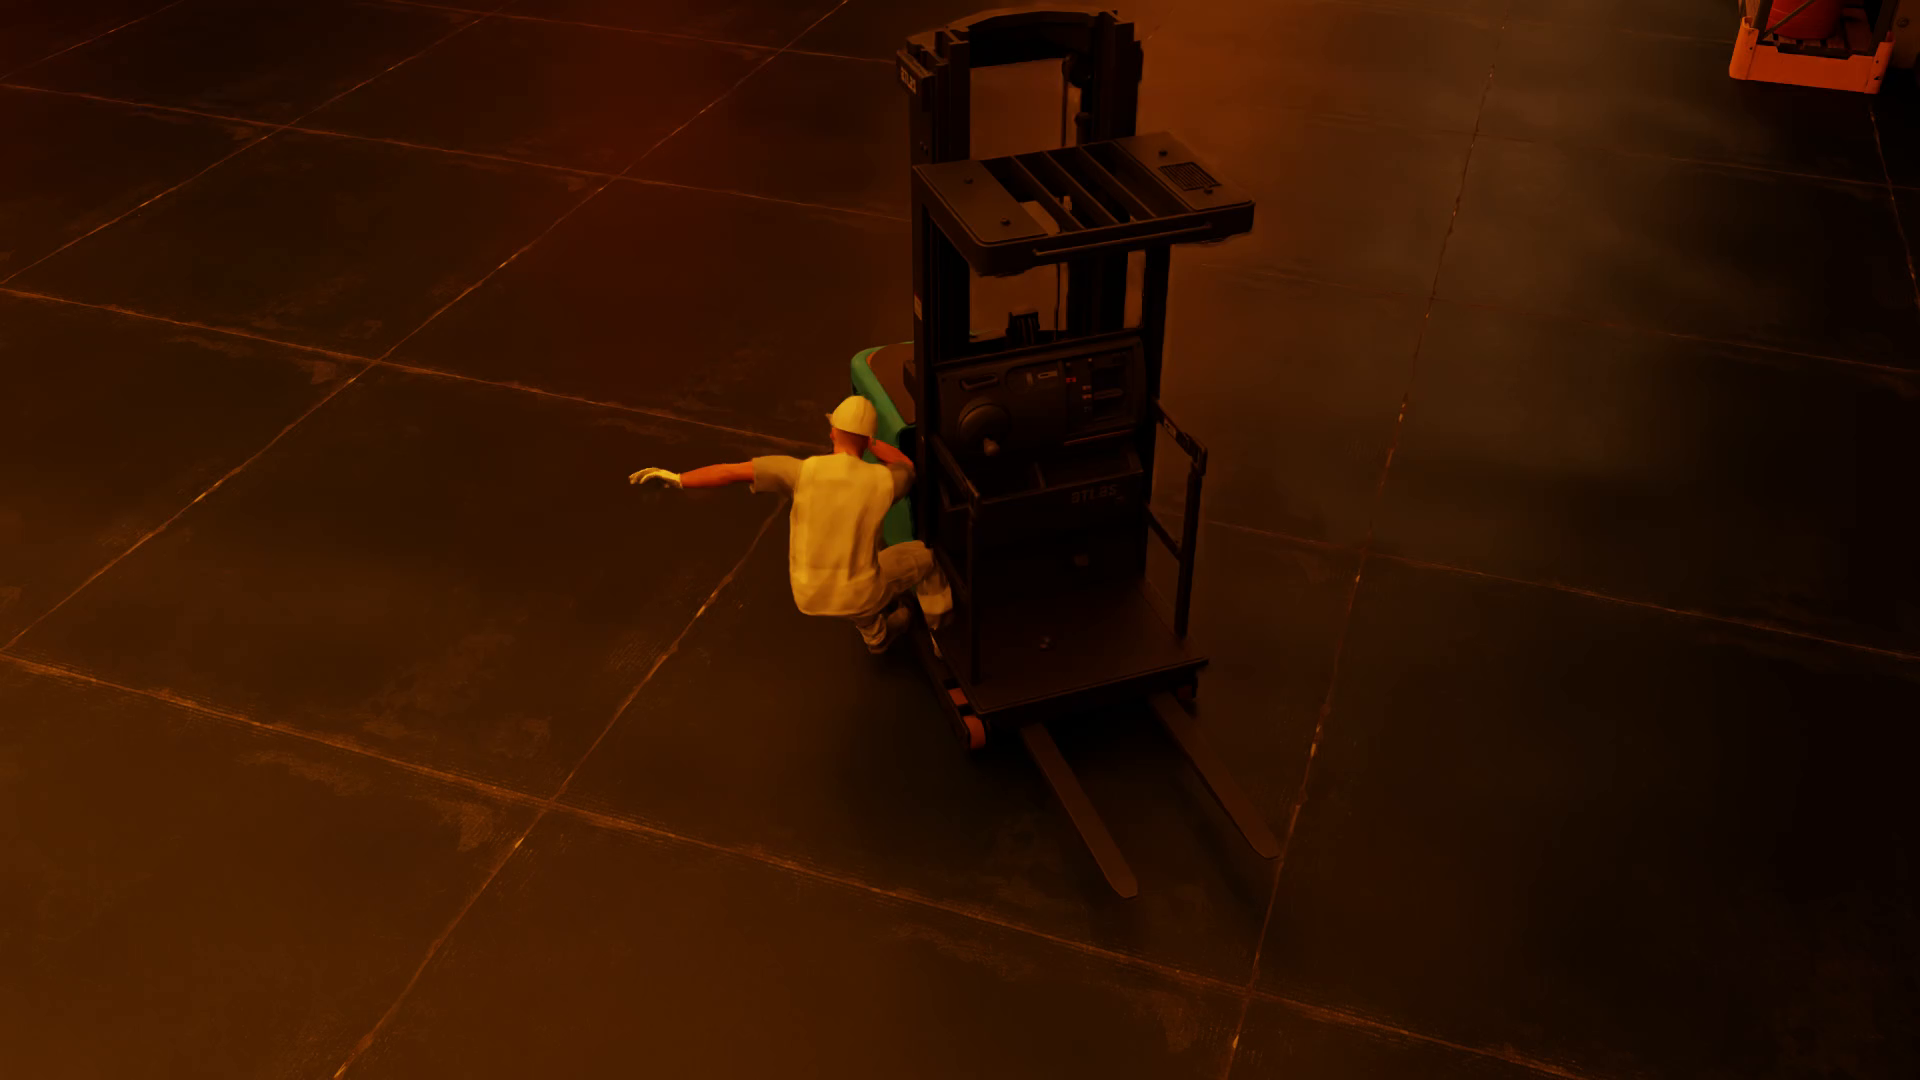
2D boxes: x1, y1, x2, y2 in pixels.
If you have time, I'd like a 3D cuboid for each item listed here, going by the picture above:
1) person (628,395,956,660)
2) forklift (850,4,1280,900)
[{"bbox_3d":[-0.619,0.008,7.223,1.415,1.404,0.737,4,36,6],"label":"person"},{"bbox_3d":[0.428,-0.535,6.865,1.130,2.935,3.031,-12,37,-16],"label":"forklift"}]
